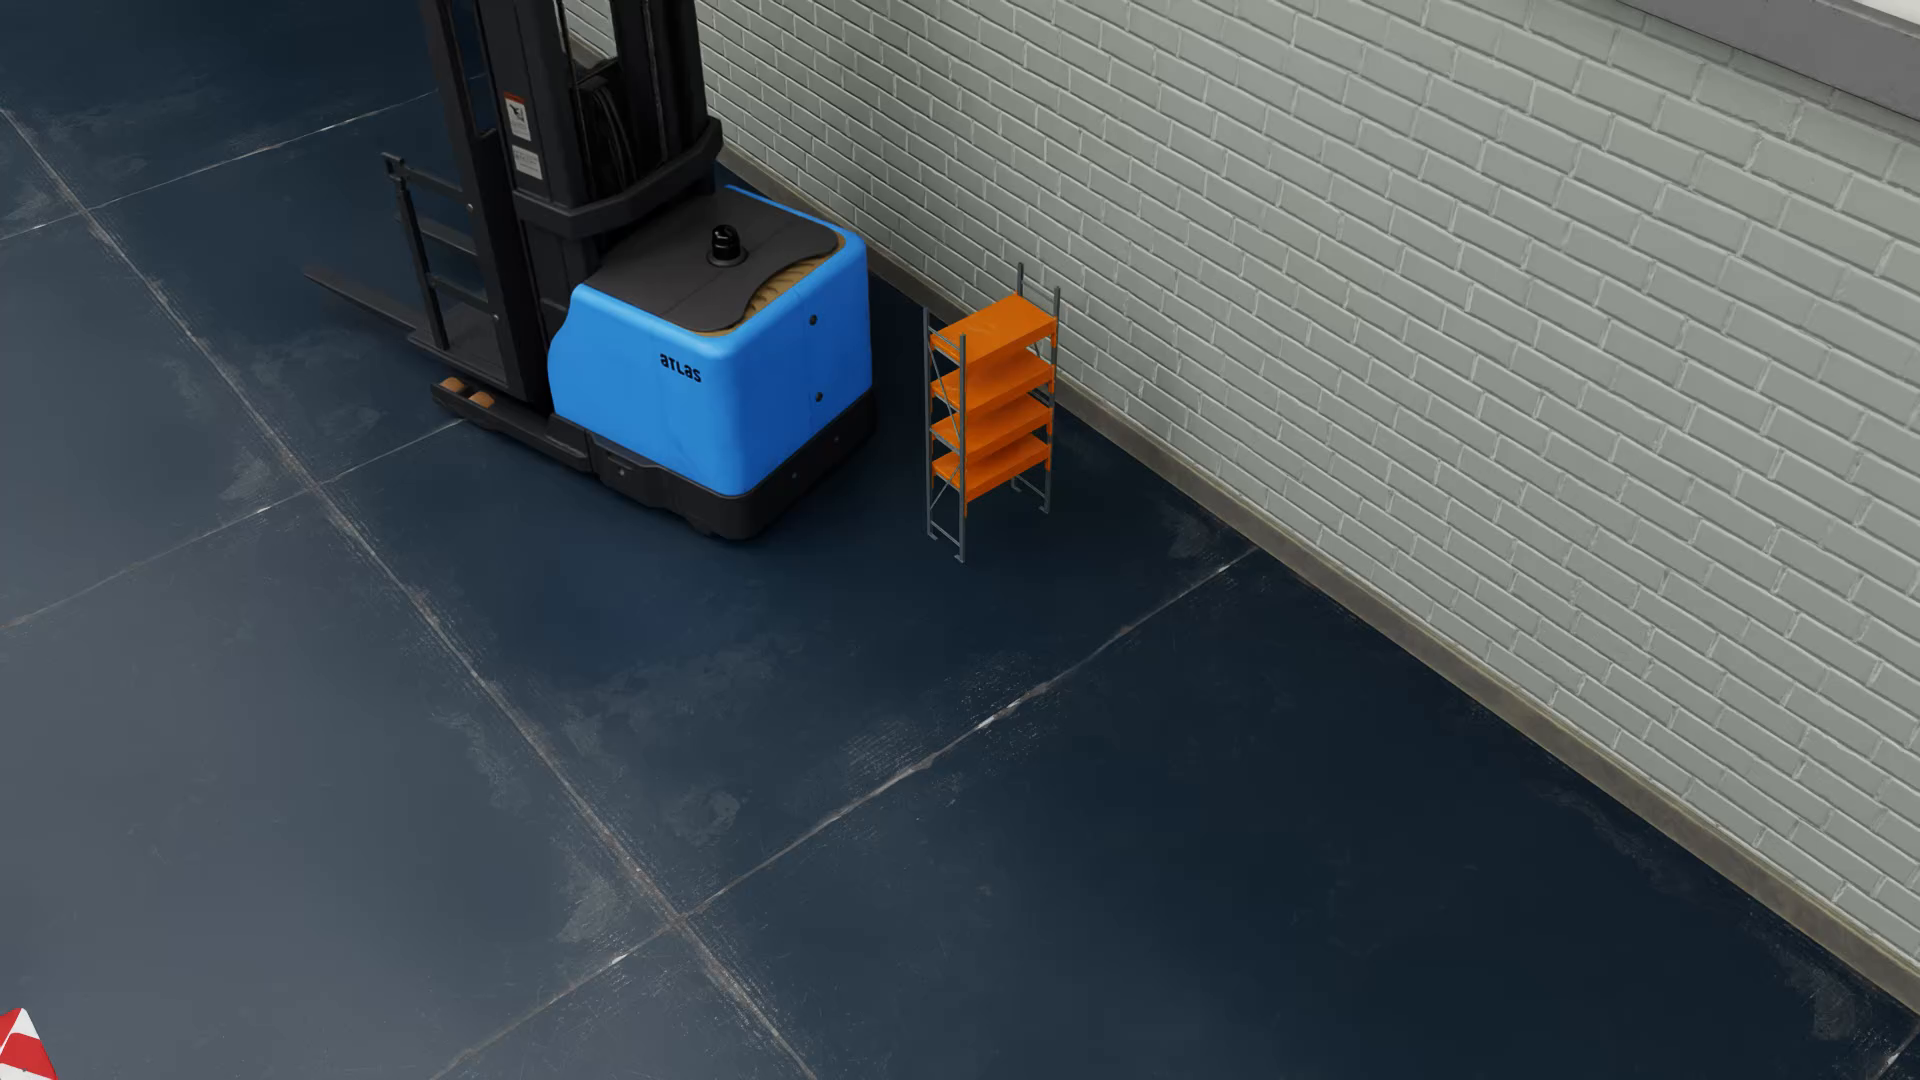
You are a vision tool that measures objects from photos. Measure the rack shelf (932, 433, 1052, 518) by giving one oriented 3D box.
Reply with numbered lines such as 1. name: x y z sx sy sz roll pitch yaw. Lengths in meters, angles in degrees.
1. rack shelf: 0.127 -0.316 7.099 0.480 0.148 0.258 -30 51 -28

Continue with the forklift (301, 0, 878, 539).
1. forklift: -1.886 -1.870 7.101 3.031 2.935 1.130 25 49 24

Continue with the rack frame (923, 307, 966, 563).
1. rack frame: -0.060 -0.403 6.803 0.015 1.200 0.240 -30 51 -28

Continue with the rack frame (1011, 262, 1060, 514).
1. rack frame: 0.314 -0.617 7.031 0.015 1.200 0.240 -30 51 -28

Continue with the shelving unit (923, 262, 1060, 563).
1. shelving unit: 0.127 -0.510 6.917 0.503 1.200 0.258 -30 51 -28

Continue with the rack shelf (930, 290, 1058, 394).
1. rack shelf: 0.127 -0.796 6.648 0.480 0.148 0.258 -30 51 -28

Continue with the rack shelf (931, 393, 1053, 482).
1. rack shelf: 0.127 -0.461 6.963 0.480 0.148 0.258 -30 51 -28

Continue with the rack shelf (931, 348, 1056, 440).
1. rack shelf: 0.127 -0.624 6.810 0.480 0.148 0.258 -30 51 -28
